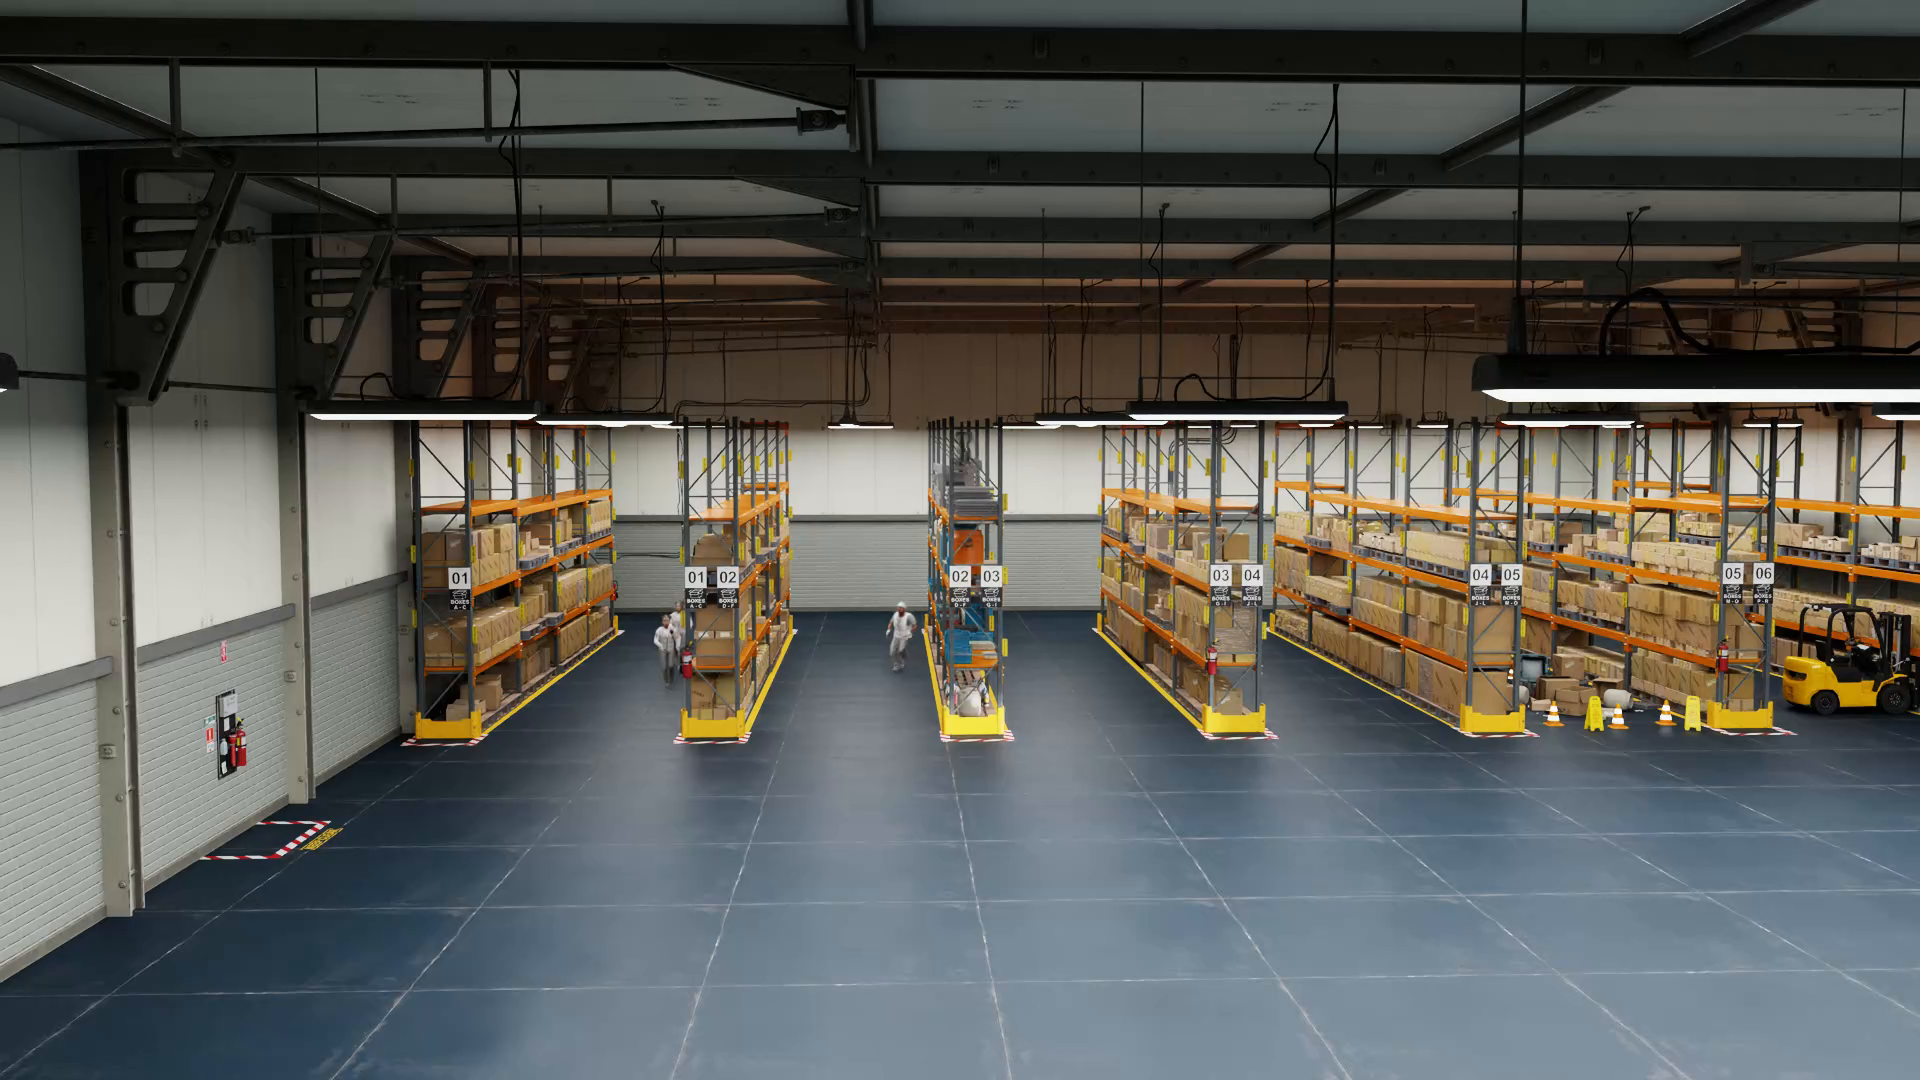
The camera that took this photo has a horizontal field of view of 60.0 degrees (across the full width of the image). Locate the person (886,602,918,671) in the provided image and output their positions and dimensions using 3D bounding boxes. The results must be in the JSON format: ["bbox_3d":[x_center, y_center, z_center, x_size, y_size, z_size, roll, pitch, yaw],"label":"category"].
[{"bbox_3d":[-1.388,2.310,39.611,0.771,1.683,0.550,2,4,22],"label":"person"}]

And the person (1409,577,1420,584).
[{"bbox_3d":[13.401,1.682,49.348,0.890,1.593,0.555,0,4,4],"label":"person"}]

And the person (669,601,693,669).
[{"bbox_3d":[-6.740,2.285,40.060,0.605,1.668,0.566,0,4,-1],"label":"person"}]

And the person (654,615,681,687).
[{"bbox_3d":[-6.521,2.477,37.079,0.592,1.646,0.633,-1,4,-8],"label":"person"}]

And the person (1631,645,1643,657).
[{"bbox_3d":[16.539,2.260,40.487,0.672,1.733,0.814,-1,4,-12],"label":"person"}]
